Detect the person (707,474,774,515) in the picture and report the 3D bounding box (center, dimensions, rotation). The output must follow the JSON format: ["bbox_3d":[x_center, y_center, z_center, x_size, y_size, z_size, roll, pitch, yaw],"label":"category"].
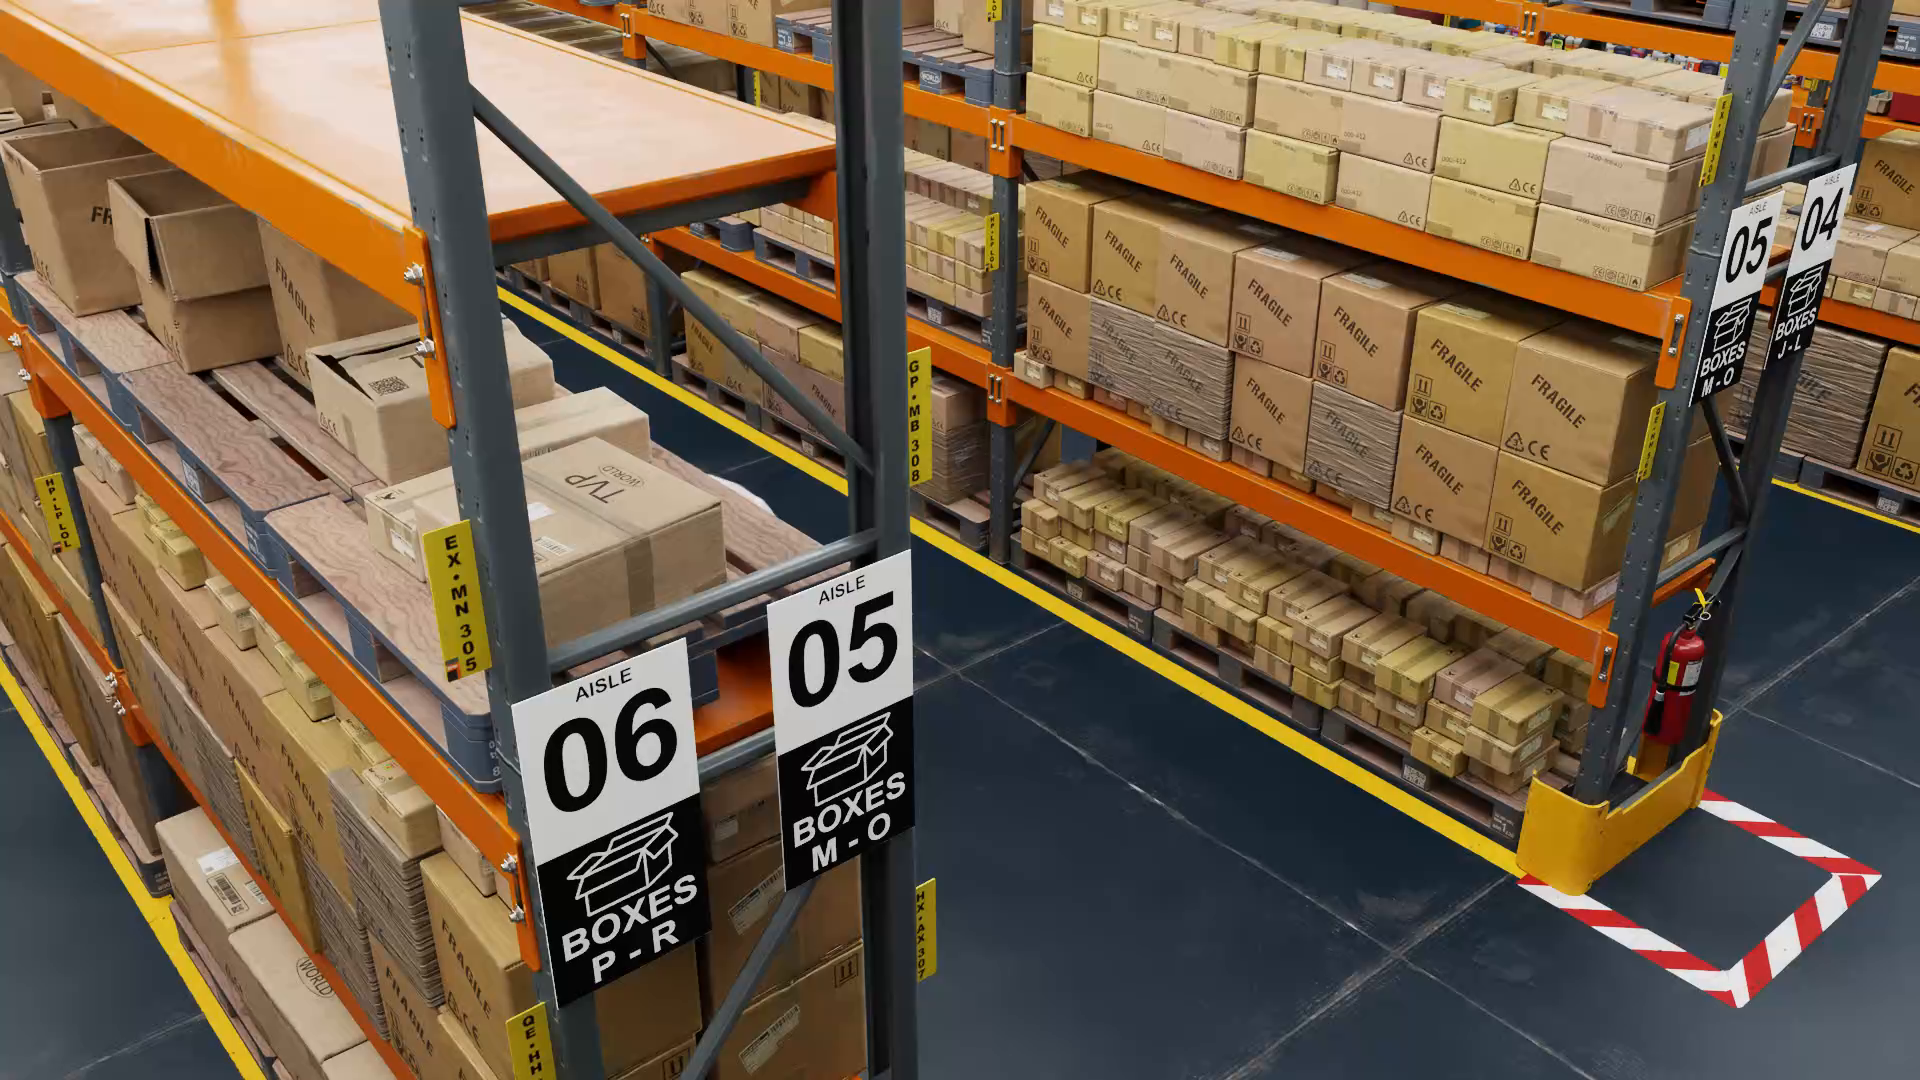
[{"bbox_3d":[-1.428,0.043,9.388,0.869,1.112,0.606,-22,35,-35],"label":"person"}]
